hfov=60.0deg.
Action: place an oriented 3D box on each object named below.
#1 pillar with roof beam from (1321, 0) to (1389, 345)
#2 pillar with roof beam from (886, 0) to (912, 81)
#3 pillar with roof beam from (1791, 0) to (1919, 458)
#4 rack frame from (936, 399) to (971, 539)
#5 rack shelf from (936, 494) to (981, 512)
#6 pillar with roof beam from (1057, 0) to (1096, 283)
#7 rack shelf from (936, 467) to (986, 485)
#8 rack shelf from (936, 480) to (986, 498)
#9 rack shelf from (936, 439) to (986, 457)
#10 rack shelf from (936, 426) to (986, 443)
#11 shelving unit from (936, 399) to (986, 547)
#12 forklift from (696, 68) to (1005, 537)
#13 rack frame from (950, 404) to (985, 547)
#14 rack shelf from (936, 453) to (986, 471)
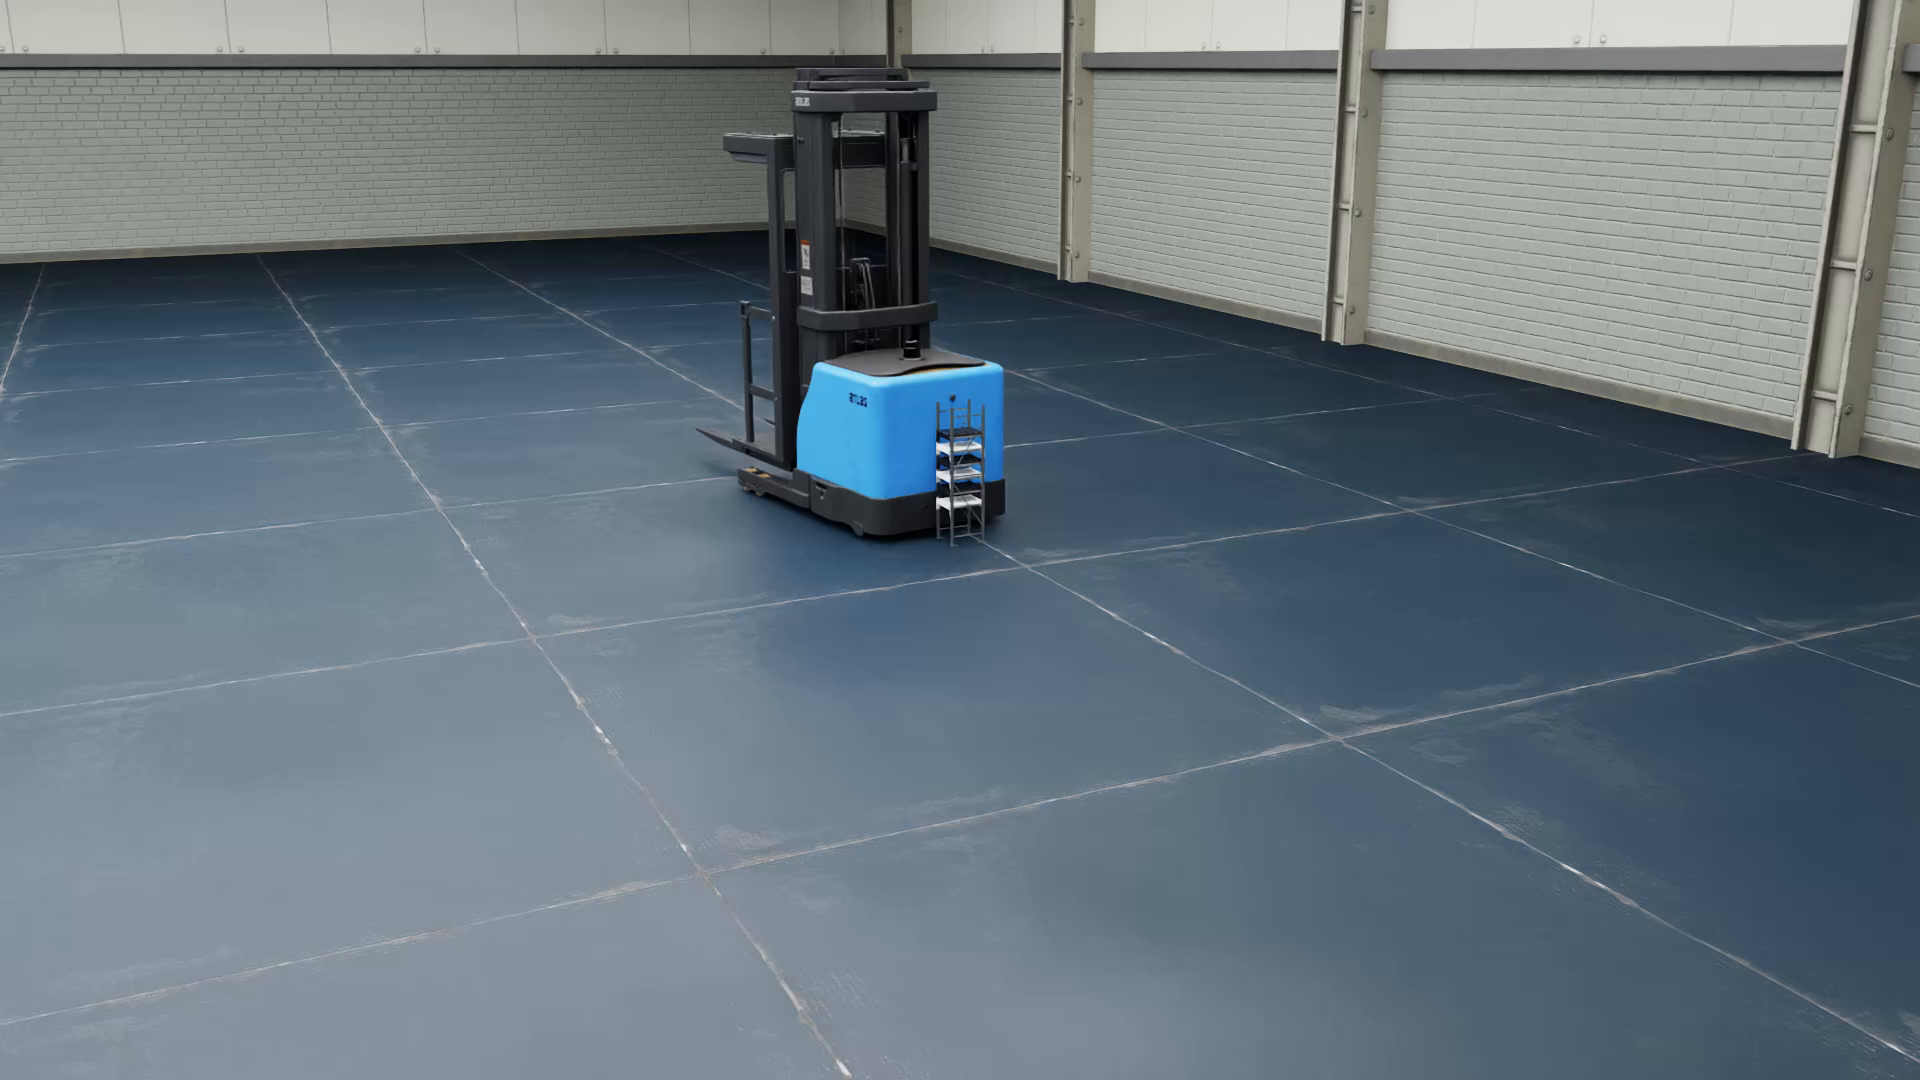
[{"bbox_3d":[0.369,-5.996,15.332,9.100,9.000,0.400,-8,18,-25],"label":"pillar with roof beam"},{"bbox_3d":[-4.888,-8.972,25.700,9.100,9.000,0.400,-8,18,-25],"label":"pillar with roof beam"},{"bbox_3d":[2.997,-4.508,10.147,9.100,9.000,0.400,-8,18,-25],"label":"pillar with roof beam"},{"bbox_3d":[-0.041,-0.456,10.707,0.240,0.900,0.006,-8,18,-25],"label":"rack frame"},{"bbox_3d":[0.004,-0.225,10.678,0.258,0.077,0.200,-8,18,-25],"label":"rack shelf"},{"bbox_3d":[-2.260,-7.484,20.516,9.100,9.000,0.400,-8,18,-25],"label":"pillar with roof beam"},{"bbox_3d":[0.004,-0.398,10.629,0.258,0.077,0.200,-8,18,-25],"label":"rack shelf"},{"bbox_3d":[0.004,-0.312,10.654,0.258,0.077,0.200,-8,18,-25],"label":"rack shelf"},{"bbox_3d":[0.004,-0.572,10.579,0.258,0.077,0.200,-8,18,-25],"label":"rack shelf"},{"bbox_3d":[0.004,-0.658,10.554,0.258,0.077,0.200,-8,18,-25],"label":"rack shelf"},{"bbox_3d":[0.004,-0.431,10.620,0.258,0.900,0.210,-8,18,-25],"label":"shelving unit"},{"bbox_3d":[-0.941,-1.782,11.646,1.130,2.935,3.031,-11,19,-33],"label":"forklift"},{"bbox_3d":[0.048,-0.405,10.532,0.240,0.900,0.006,-8,18,-25],"label":"rack frame"},{"bbox_3d":[0.004,-0.485,10.604,0.258,0.077,0.200,-8,18,-25],"label":"rack shelf"}]
